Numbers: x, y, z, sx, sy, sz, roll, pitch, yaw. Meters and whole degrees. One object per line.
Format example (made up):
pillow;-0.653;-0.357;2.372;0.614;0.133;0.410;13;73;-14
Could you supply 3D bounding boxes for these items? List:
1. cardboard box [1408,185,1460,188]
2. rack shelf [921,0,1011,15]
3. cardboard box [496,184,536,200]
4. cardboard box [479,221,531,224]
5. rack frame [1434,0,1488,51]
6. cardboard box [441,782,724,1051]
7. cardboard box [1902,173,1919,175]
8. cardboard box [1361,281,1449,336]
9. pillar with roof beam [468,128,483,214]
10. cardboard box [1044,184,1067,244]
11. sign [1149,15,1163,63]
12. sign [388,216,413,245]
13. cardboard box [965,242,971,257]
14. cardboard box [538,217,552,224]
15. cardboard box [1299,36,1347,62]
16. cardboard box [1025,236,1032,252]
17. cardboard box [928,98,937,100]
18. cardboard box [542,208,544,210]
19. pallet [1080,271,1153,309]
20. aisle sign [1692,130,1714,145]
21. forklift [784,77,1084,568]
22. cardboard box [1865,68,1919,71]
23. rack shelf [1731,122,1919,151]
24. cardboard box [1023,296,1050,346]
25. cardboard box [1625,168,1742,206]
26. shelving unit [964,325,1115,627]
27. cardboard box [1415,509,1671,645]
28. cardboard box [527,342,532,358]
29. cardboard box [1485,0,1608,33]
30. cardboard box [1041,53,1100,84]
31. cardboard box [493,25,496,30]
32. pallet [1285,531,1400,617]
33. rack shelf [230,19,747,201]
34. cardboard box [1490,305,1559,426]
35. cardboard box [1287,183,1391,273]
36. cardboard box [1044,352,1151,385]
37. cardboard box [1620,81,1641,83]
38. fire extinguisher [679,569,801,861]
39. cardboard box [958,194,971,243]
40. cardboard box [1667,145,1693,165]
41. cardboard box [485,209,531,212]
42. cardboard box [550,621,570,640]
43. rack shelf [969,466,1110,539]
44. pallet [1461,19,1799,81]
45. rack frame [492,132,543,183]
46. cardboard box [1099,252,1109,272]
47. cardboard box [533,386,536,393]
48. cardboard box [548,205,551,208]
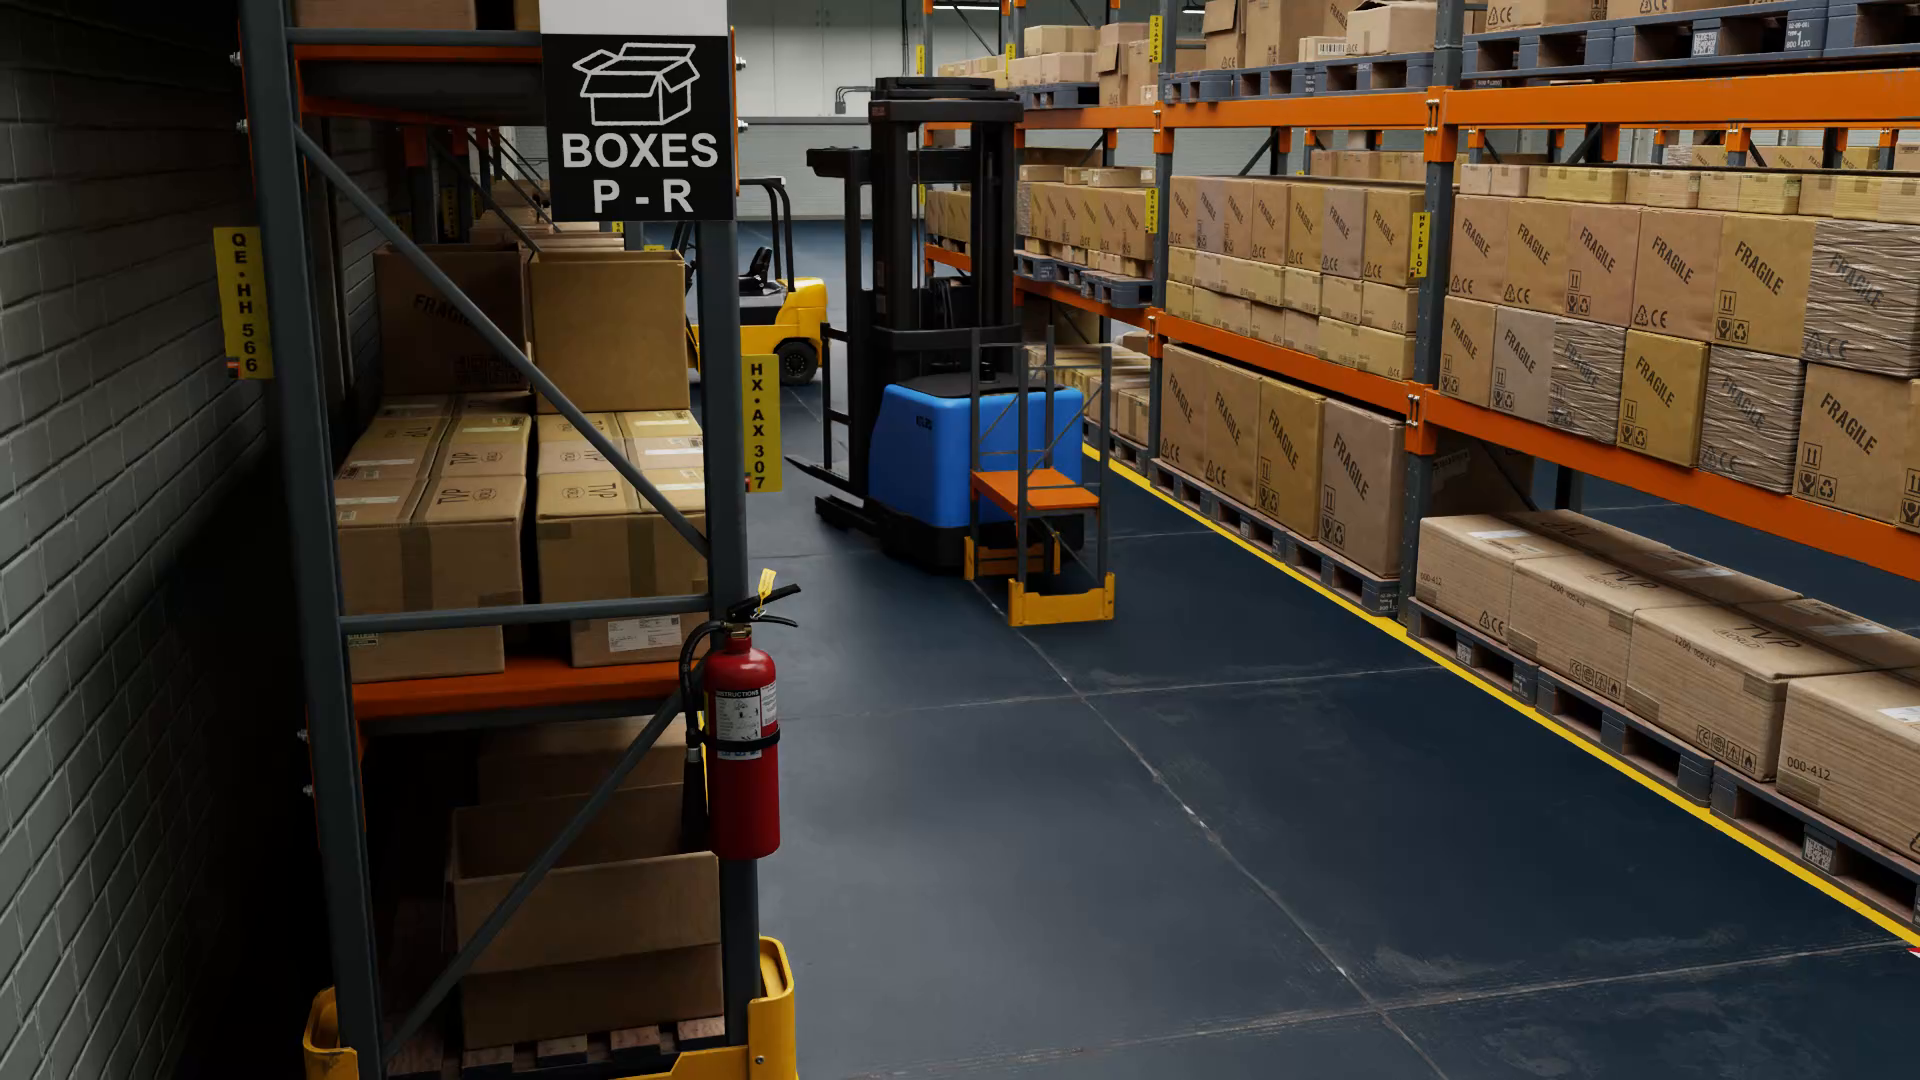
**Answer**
cardboard box;2.916;-1.789;9.611;0.500;0.500;0.500;-3;14;-14
rack shelf;0.538;-5.891;17.603;1.077;0.370;4.000;-3;14;-13
cardboard box;-4.484;-3.511;16.776;0.380;0.149;0.250;-3;14;-12
cardboard box;-3.433;-2.328;12.560;0.380;0.149;0.250;-3;14;-14
rack frame;2.886;-3.935;8.074;1.000;3.000;0.127;-3;14;-13
cardboard box;-1.050;1.042;4.719;0.797;0.503;0.637;-4;14;-15
cardboard box;3.739;-1.285;6.183;0.380;0.149;0.250;-3;14;-13
cardboard box;2.547;-1.279;9.106;0.500;0.250;0.500;-3;14;-13
pillar with roof beam;-2.693;-7.839;24.054;9.100;9.000;0.400;-3;14;-13
cardboard box;1.060;-2.909;14.792;0.500;0.500;0.500;-3;14;-14
sign;1.419;-3.622;12.024;0.100;0.325;0.005;-3;14;-13
sign;-2.476;-1.274;7.383;0.100;0.325;0.005;-3;14;-13
cardboard box;0.267;-3.154;18.046;0.380;0.149;0.250;-3;14;-13
cardboard box;-3.134;-2.472;13.146;0.380;0.149;0.250;-3;14;-13
cardboard box;2.297;-2.997;10.159;0.380;0.166;0.250;-2;14;-8
cardboard box;0.830;-2.803;15.726;0.380;0.149;0.250;-3;14;-12
cardboard box;-0.073;-5.187;19.208;0.500;0.250;0.500;-4;14;-14
cardboard box;-4.272;-3.341;18.073;0.500;0.500;0.500;-3;14;-11
pallet;1.676;-2.009;13.235;1.213;0.211;1.003;-3;14;-13
aisle sign;9.978;-5.636;22.197;0.394;0.787;0.004;-3;14;-13
forklift;-0.345;-1.561;11.140;1.130;2.935;3.031;-7;15;-26
cardboard box;6.857;-3.372;11.879;0.500;0.500;0.500;-3;14;-13
rack shelf;7.205;-2.889;11.629;1.077;0.370;4.000;-3;14;-13
cardboard box;0.608;-2.221;17.025;0.500;0.500;0.500;-3;14;-14
cardboard box;3.057;-1.491;7.027;0.380;0.149;0.250;-3;14;-13
shelving unit;0.435;-0.398;9.395;0.587;1.500;1.083;-3;14;-14
cardboard box;2.930;0.170;8.423;0.875;0.438;0.875;-3;14;-14
cardboard box;-2.084;-0.686;7.103;0.500;0.250;0.500;-3;14;-14
cardboard box;2.820;-2.632;7.753;0.500;0.500;0.500;-3;14;-12
cardboard box;1.015;-4.066;14.360;0.500;0.250;0.500;-3;14;-14
cardboard box;-1.736;-1.637;5.514;0.380;0.149;0.250;-3;14;-13
pallet;2.632;0.160;9.829;1.003;0.211;1.213;-3;14;-13
rack shelf;-1.468;-1.390;5.491;1.077;0.370;4.000;-3;14;-13
cardboard box;2.856;-0.830;7.795;0.500;0.500;0.500;-3;14;-13
cardboard box;2.309;-1.881;9.990;0.500;0.500;0.500;-3;14;-11
cardboard box;1.305;-1.508;15.430;0.950;0.372;0.625;-2;14;-10
cardboard box;6.421;-4.440;15.553;0.500;0.311;0.500;-4;14;-15
fire extinguisher;-0.514;0.406;3.893;0.296;0.674;0.183;-3;14;-13
cardboard box;0.283;-3.504;18.112;0.500;0.500;0.500;-4;14;-14
cardboard box;9.565;-4.878;21.631;0.500;0.500;0.500;-3;14;-13
cardboard box;-3.930;-2.795;14.469;0.380;0.149;0.250;-4;14;-15
cardboard box;-0.913;0.154;4.506;0.380;0.149;0.250;-3;14;-12
rack shelf;0.433;-0.225;9.446;0.538;0.185;1.000;-3;14;-14
pallet;3.068;-2.246;7.666;1.003;0.211;1.213;-3;14;-13
rack frame;-4.756;-3.512;18.981;1.000;3.000;0.127;-3;14;-13
cardboard box;1.354;-2.260;13.503;0.380;0.149;0.250;-4;14;-16
cardboard box;-1.344;-0.481;6.264;0.500;0.250;0.500;-3;14;-14
cardboard box;-3.636;-3.041;15.476;0.380;0.149;0.250;-4;14;-14
